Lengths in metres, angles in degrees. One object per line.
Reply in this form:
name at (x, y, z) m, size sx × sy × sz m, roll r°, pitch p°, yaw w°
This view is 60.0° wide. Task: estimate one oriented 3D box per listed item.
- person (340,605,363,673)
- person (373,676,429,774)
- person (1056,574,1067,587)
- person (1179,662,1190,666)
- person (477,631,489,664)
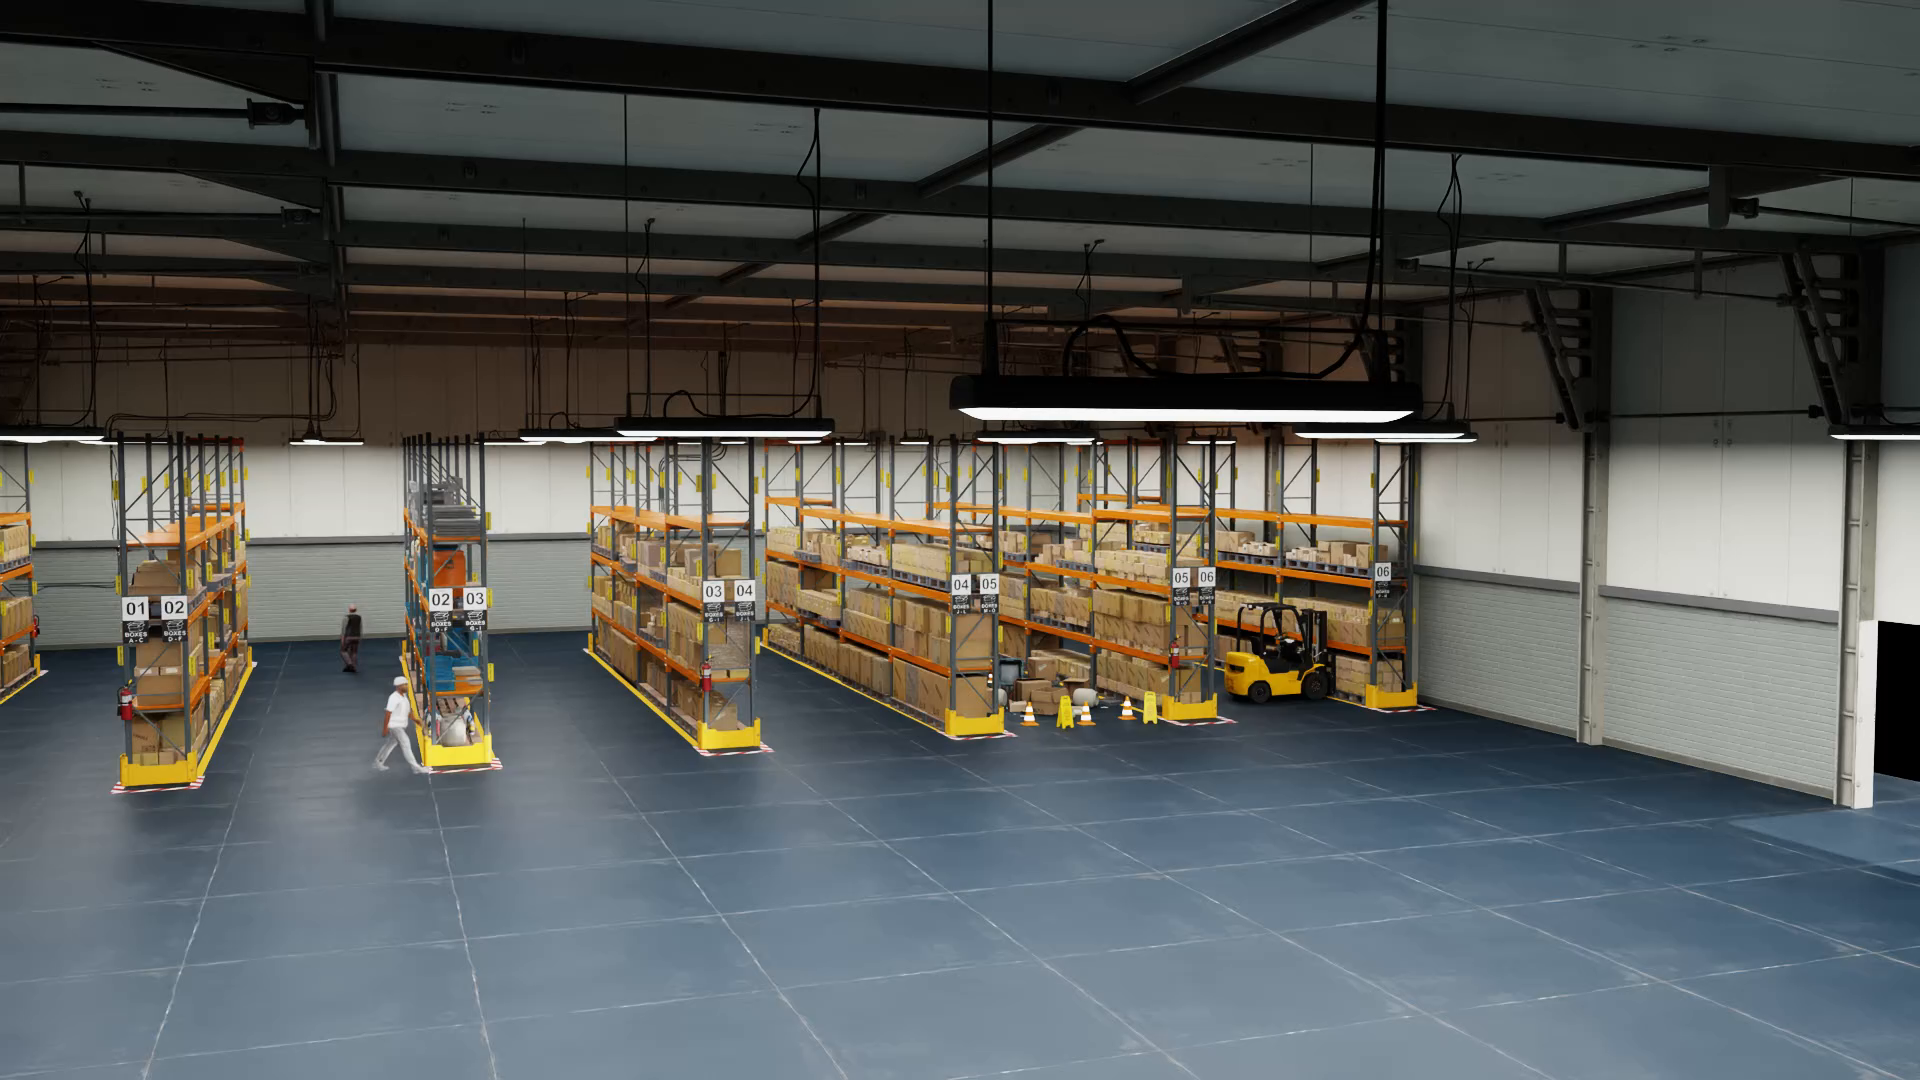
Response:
person at (-15.461, 2.510, 42.299) m, size 0.570 × 1.718 × 0.449 m, roll -3°, pitch 4°, yaw -44°
person at (-9.805, 3.238, 29.112) m, size 1.122 × 1.696 × 0.639 m, roll 1°, pitch 3°, yaw 12°
person at (3.211, 1.903, 52.841) m, size 0.664 × 1.761 × 0.542 m, roll -1°, pitch 3°, yaw -22°
person at (5.268, 2.698, 39.344) m, size 0.521 × 1.675 × 0.448 m, roll 0°, pitch 3°, yaw -9°
person at (-12.576, 2.441, 43.510) m, size 0.503 × 1.721 × 1.069 m, roll -3°, pitch 4°, yaw -38°
